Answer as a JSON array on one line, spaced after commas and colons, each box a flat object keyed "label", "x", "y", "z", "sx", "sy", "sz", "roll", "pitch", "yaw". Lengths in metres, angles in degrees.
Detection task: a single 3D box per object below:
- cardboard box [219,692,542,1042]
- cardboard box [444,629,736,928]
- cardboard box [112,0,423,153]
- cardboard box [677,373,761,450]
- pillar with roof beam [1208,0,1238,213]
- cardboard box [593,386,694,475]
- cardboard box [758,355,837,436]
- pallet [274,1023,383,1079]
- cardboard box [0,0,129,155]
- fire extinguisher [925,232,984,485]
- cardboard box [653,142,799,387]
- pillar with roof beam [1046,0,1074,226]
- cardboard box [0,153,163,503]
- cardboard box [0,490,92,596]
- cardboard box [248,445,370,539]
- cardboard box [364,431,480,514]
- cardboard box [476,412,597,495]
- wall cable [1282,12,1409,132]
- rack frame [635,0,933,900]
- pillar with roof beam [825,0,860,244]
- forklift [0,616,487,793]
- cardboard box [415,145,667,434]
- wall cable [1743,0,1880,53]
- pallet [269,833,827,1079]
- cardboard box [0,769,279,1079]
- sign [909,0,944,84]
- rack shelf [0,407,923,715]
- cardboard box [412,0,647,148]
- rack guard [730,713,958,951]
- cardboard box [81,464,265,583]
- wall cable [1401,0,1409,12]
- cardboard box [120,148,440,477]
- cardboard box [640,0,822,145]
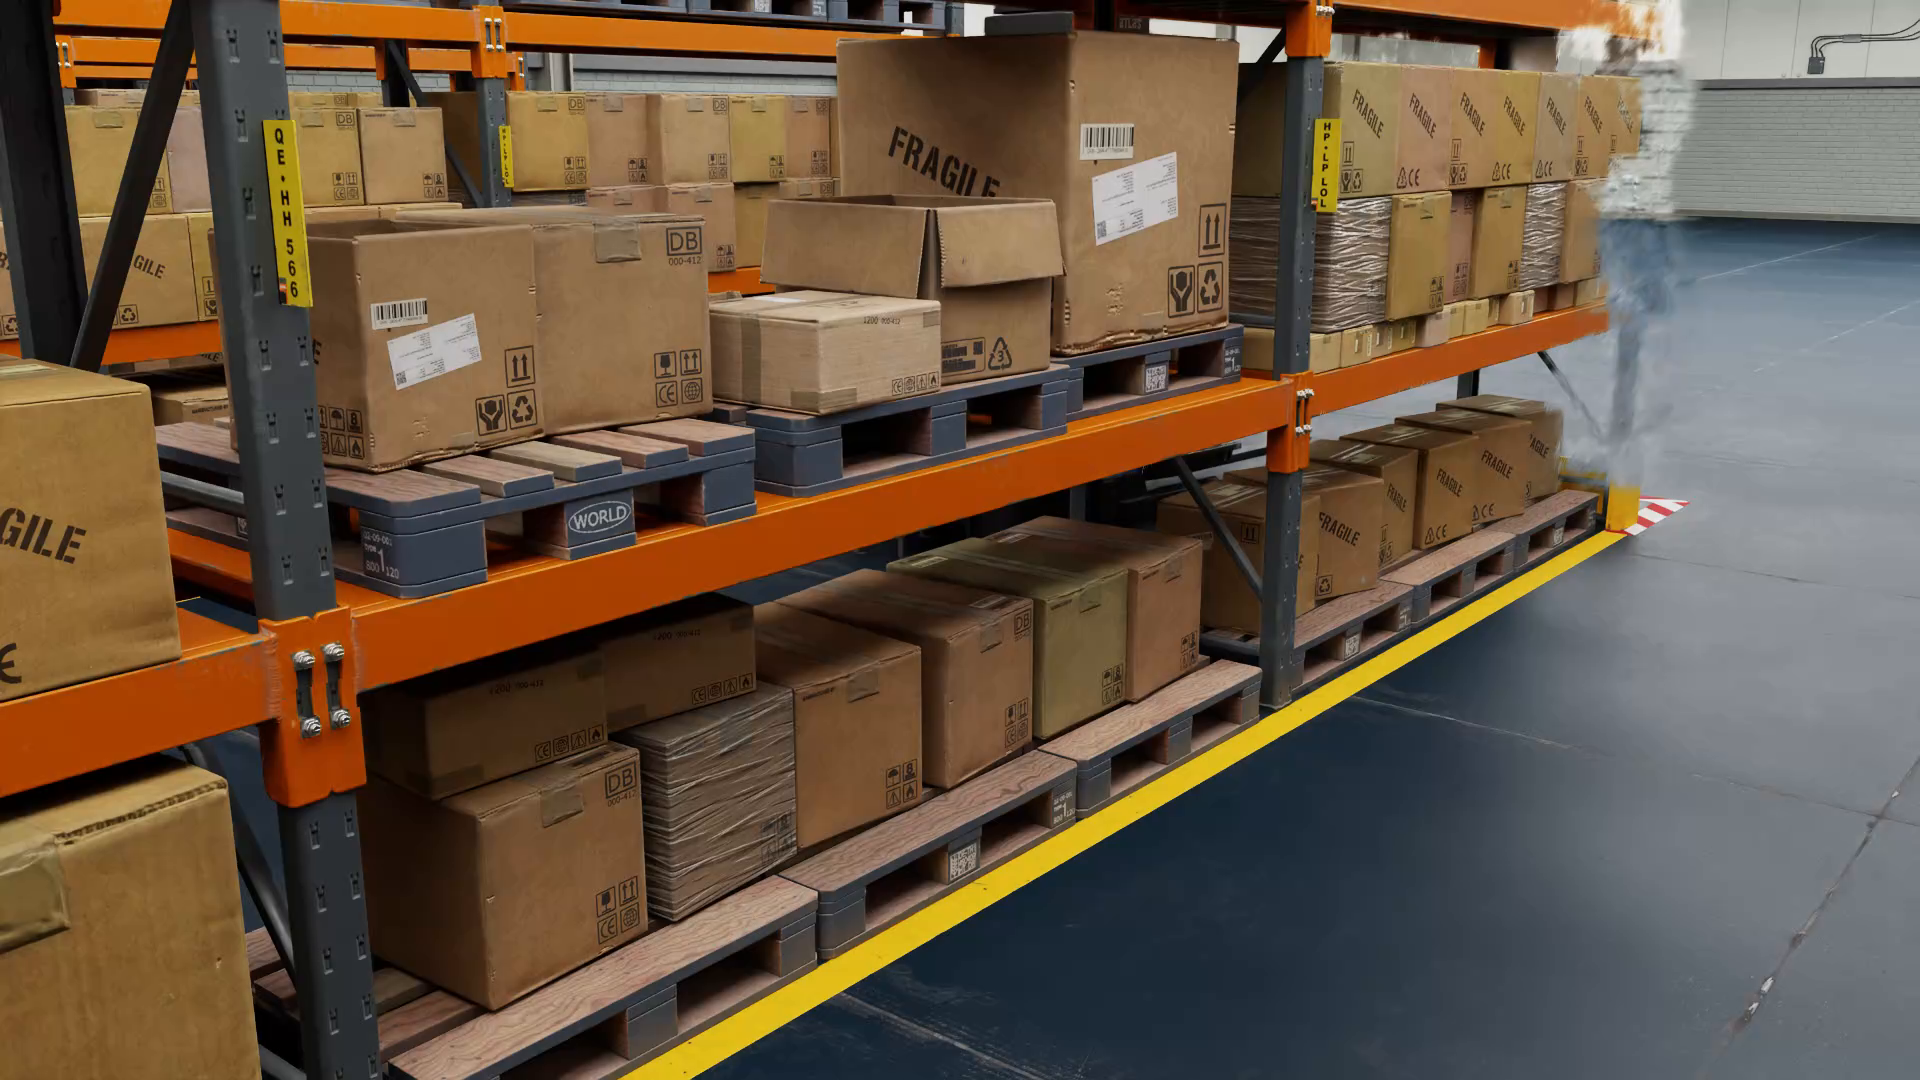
[{"label": "cardboard box", "x": 2.642, "y": -0.392, "z": 8.798, "sx": 0.500, "sy": 0.500, "sz": 0.500, "roll": -10, "pitch": 17, "yaw": -35}, {"label": "cardboard box", "x": 2.991, "y": -0.512, "z": 9.269, "sx": 0.500, "sy": 0.500, "sz": 0.500, "roll": -12, "pitch": 18, "yaw": -39}, {"label": "cardboard box", "x": 2.617, "y": -1.978, "z": 7.981, "sx": 0.500, "sy": 0.500, "sz": 0.500, "roll": 11, "pitch": 18, "yaw": 38}, {"label": "cardboard box", "x": 3.220, "y": -1.381, "z": 8.976, "sx": 0.380, "sy": 0.149, "sz": 0.250, "roll": 11, "pitch": 18, "yaw": 38}, {"label": "pillar with roof beam", "x": 12.890, "y": -11.931, "z": 37.810, "sx": 9.100, "sy": 9.000, "sz": 0.400, "roll": 11, "pitch": 18, "yaw": 38}, {"label": "cardboard box", "x": 3.103, "y": -1.325, "z": 8.756, "sx": 0.380, "sy": 0.149, "sz": 0.250, "roll": 11, "pitch": 18, "yaw": 38}, {"label": "cardboard box", "x": 3.378, "y": -1.428, "z": 9.164, "sx": 0.380, "sy": 0.149, "sz": 0.250, "roll": 11, "pitch": 18, "yaw": 38}, {"label": "pallet", "x": 2.043, "y": 0.112, "z": 8.253, "sx": 1.003, "sy": 0.211, "sz": 1.213, "roll": 11, "pitch": 18, "yaw": 38}, {"label": "cardboard box", "x": 2.296, "y": -1.884, "z": 7.609, "sx": 0.500, "sy": 0.500, "sz": 0.500, "roll": 11, "pitch": 18, "yaw": 38}, {"label": "fire extinguisher", "x": 3.827, "y": -1.550, "z": 9.289, "sx": 0.296, "sy": 0.674, "sz": 0.183, "roll": 11, "pitch": 18, "yaw": 38}, {"label": "cardboard box", "x": 3.029, "y": -1.728, "z": 9.027, "sx": 0.875, "sy": 0.500, "sz": 0.500, "roll": 11, "pitch": 18, "yaw": 38}, {"label": "pillar with roof beam", "x": 9.119, "y": -10.782, "z": 33.287, "sx": 9.100, "sy": 9.000, "sz": 0.400, "roll": 11, "pitch": 18, "yaw": 38}, {"label": "cardboard box", "x": 2.137, "y": -1.431, "z": 7.856, "sx": 0.875, "sy": 0.500, "sz": 0.500, "roll": 11, "pitch": 18, "yaw": 38}, {"label": "cardboard box", "x": 2.306, "y": -1.088, "z": 7.823, "sx": 0.380, "sy": 0.149, "sz": 0.250, "roll": 11, "pitch": 18, "yaw": 38}, {"label": "cardboard box", "x": 2.605, "y": -1.187, "z": 8.212, "sx": 0.380, "sy": 0.149, "sz": 0.250, "roll": 11, "pitch": 18, "yaw": 38}, {"label": "cardboard box", "x": 2.745, "y": -1.238, "z": 8.414, "sx": 0.380, "sy": 0.149, "sz": 0.250, "roll": 11, "pitch": 18, "yaw": 38}, {"label": "cardboard box", "x": 2.934, "y": -1.279, "z": 8.577, "sx": 0.380, "sy": 0.149, "sz": 0.250, "roll": 11, "pitch": 18, "yaw": 38}, {"label": "wall cable", "x": 12.422, "y": -11.451, "z": 42.230, "sx": 3.097, "sy": 2.526, "sz": 0.112, "roll": 11, "pitch": 18, "yaw": 38}, {"label": "rack frame", "x": 3.396, "y": -1.637, "z": 9.474, "sx": 1.000, "sy": 3.000, "sz": 0.127, "roll": 11, "pitch": 18, "yaw": 38}, {"label": "pillar with roof beam", "x": 5.348, "y": -9.632, "z": 28.764, "sx": 9.100, "sy": 9.000, "sz": 0.400, "roll": 11, "pitch": 18, "yaw": 38}, {"label": "forklift", "x": 0.973, "y": -1.673, "z": 9.757, "sx": 3.031, "sy": 2.935, "sz": 1.130, "roll": -14, "pitch": 20, "yaw": -43}, {"label": "cardboard box", "x": 2.808, "y": -1.614, "z": 8.577, "sx": 0.875, "sy": 0.500, "sz": 0.500, "roll": 11, "pitch": 18, "yaw": 38}, {"label": "wall cable", "x": 19.796, "y": -13.132, "z": 35.634, "sx": 2.305, "sy": 6.003, "sz": 0.169, "roll": 11, "pitch": 18, "yaw": 38}, {"label": "pallet", "x": 2.810, "y": -0.121, "z": 9.169, "sx": 1.003, "sy": 0.211, "sz": 1.213, "roll": 11, "pitch": 18, "yaw": 38}, {"label": "cardboard box", "x": 2.234, "y": -0.275, "z": 8.337, "sx": 0.500, "sy": 0.500, "sz": 0.500, "roll": 14, "pitch": 20, "yaw": 43}, {"label": "sign", "x": 3.815, "y": -2.261, "z": 8.939, "sx": 0.100, "sy": 0.325, "sz": 0.005, "roll": 11, "pitch": 18, "yaw": 38}, {"label": "rack shelf", "x": 2.139, "y": -0.905, "z": 8.055, "sx": 1.077, "sy": 0.370, "sz": 4.000, "roll": 11, "pitch": 18, "yaw": 38}, {"label": "cardboard box", "x": 2.933, "y": -2.074, "z": 8.356, "sx": 0.500, "sy": 0.500, "sz": 0.500, "roll": 11, "pitch": 18, "yaw": 38}, {"label": "rack guard", "x": 3.349, "y": -0.411, "z": 9.724, "sx": 1.175, "sy": 0.500, "sz": 0.348, "roll": 11, "pitch": 18, "yaw": 38}, {"label": "cardboard box", "x": 2.517, "y": -1.125, "z": 7.969, "sx": 0.380, "sy": 0.149, "sz": 0.250, "roll": 11, "pitch": 18, "yaw": 38}, {"label": "wall cable", "x": 14.526, "y": -13.480, "z": 39.960, "sx": 3.097, "sy": 2.526, "sz": 0.112, "roll": 11, "pitch": 18, "yaw": 38}, {"label": "cardboard box", "x": 2.460, "y": -1.525, "z": 8.226, "sx": 0.875, "sy": 0.500, "sz": 0.500, "roll": 11, "pitch": 18, "yaw": 38}, {"label": "cardboard box", "x": 3.243, "y": -2.170, "z": 8.737, "sx": 0.500, "sy": 0.500, "sz": 0.500, "roll": 11, "pitch": 18, "yaw": 38}]
